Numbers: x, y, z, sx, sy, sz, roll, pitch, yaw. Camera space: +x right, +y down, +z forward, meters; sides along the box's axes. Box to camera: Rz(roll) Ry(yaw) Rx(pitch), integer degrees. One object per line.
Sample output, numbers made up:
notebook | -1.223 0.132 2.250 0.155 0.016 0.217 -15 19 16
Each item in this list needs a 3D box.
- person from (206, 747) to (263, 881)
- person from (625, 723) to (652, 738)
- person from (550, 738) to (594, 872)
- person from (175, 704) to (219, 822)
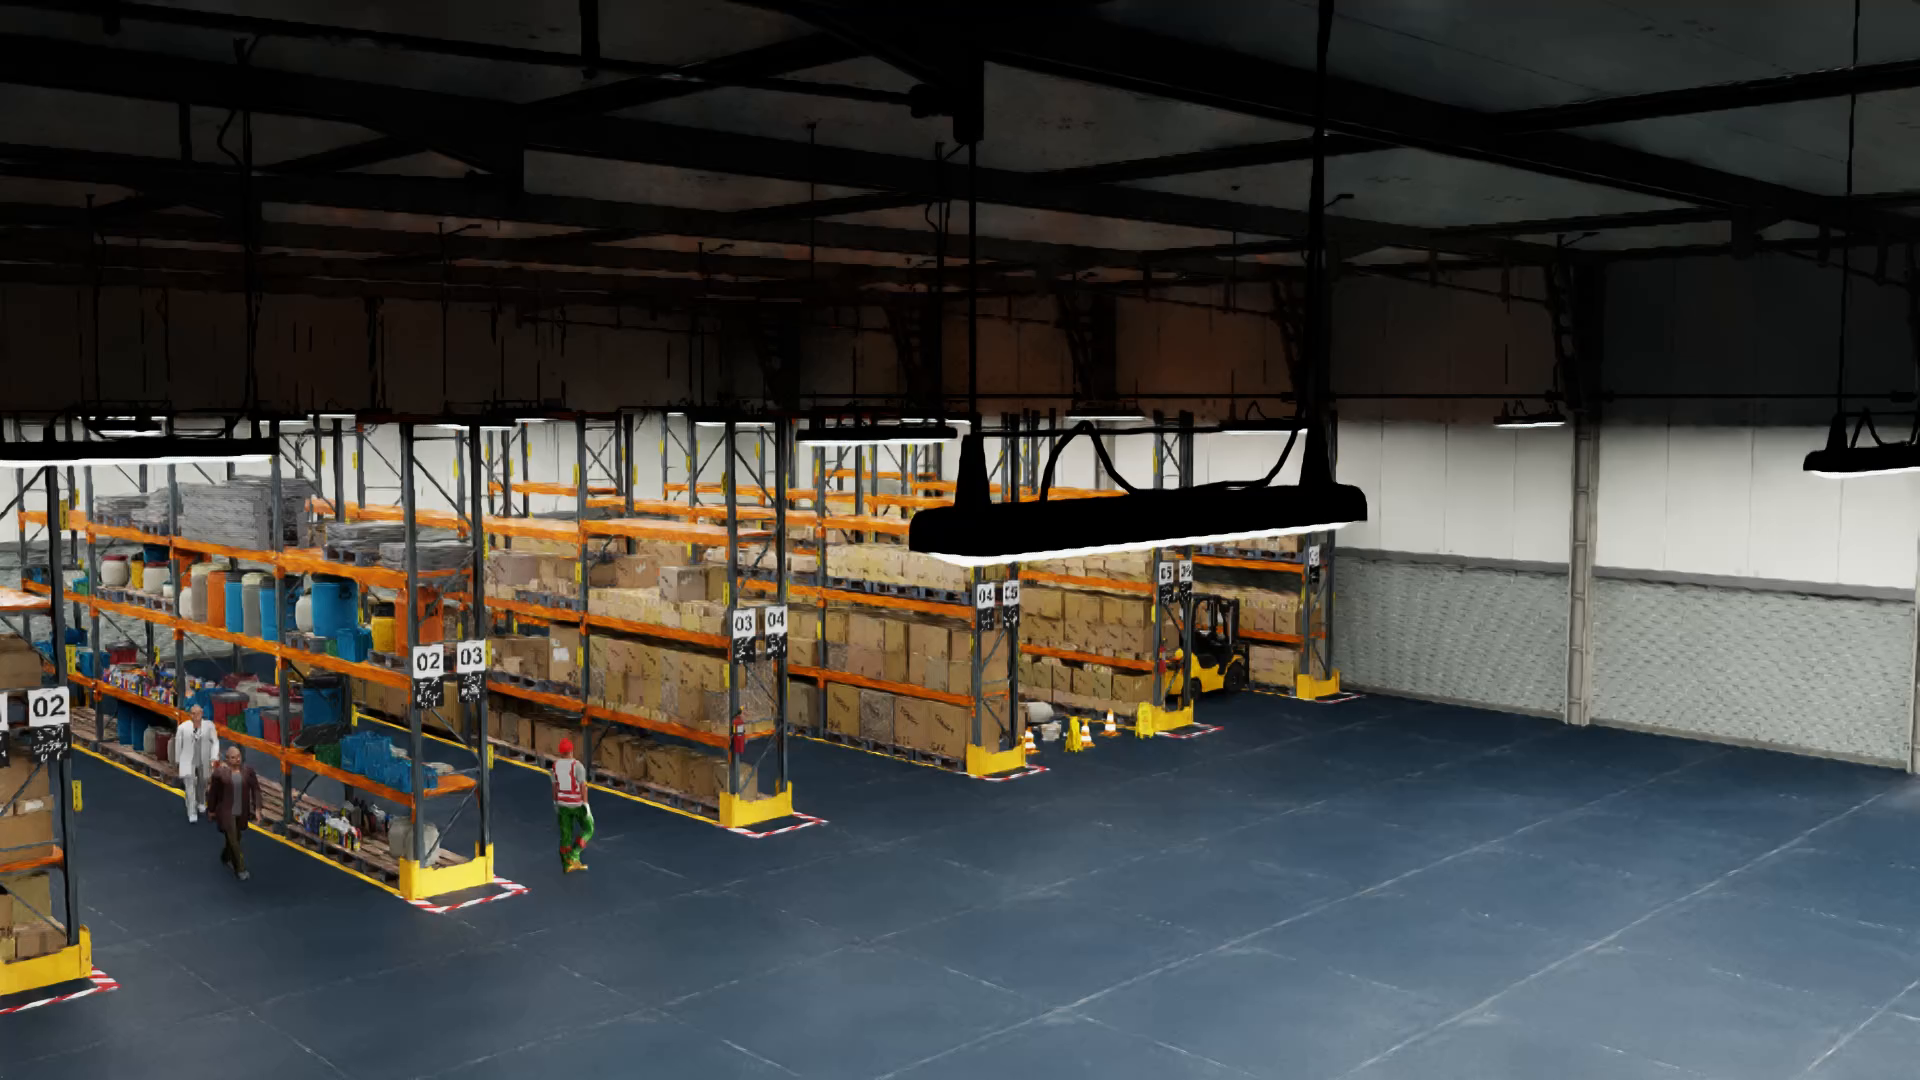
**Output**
person | -9.526 3.552 21.893 1.104 1.699 0.600 5 7 44
person | -5.967 2.854 30.948 1.033 1.585 0.492 5 7 44
person | -5.170 3.520 22.083 0.598 1.786 0.444 2 5 20
person | -11.381 3.301 24.839 0.575 1.714 1.104 -3 6 -35
